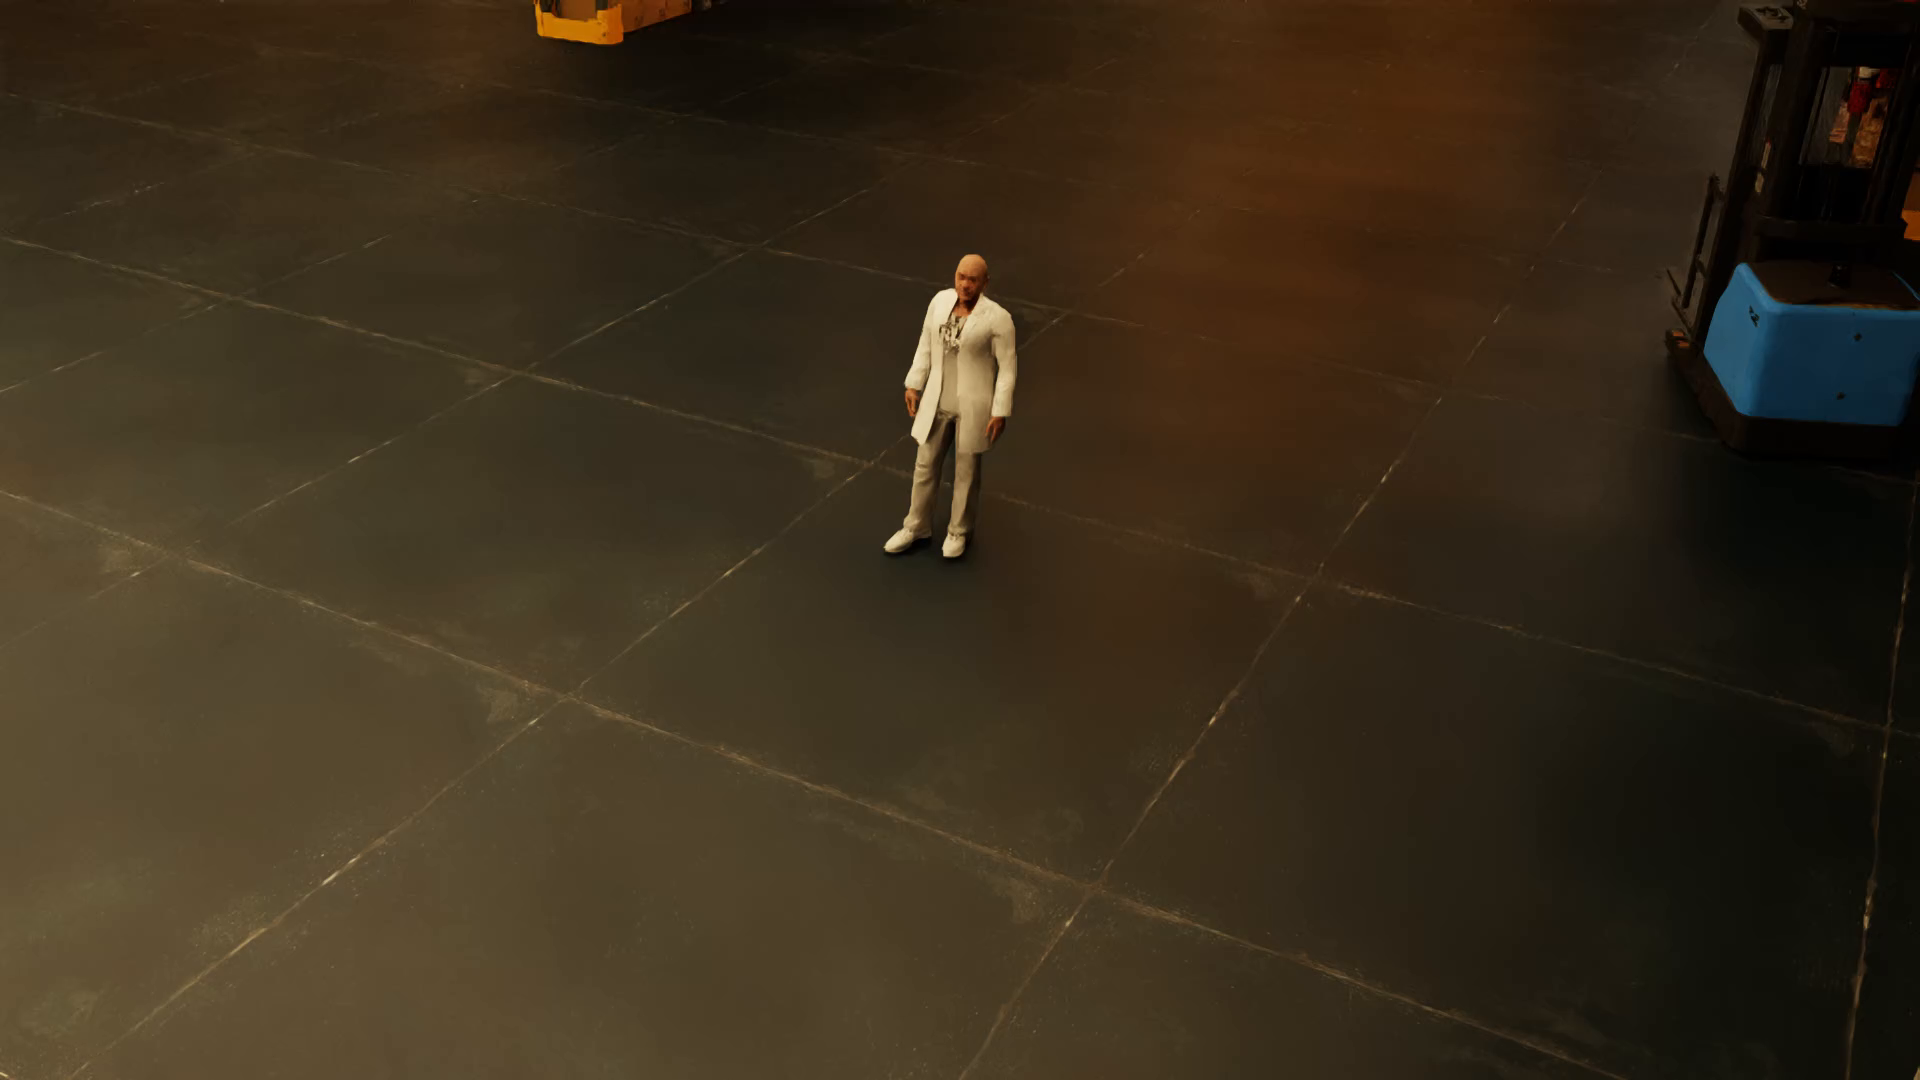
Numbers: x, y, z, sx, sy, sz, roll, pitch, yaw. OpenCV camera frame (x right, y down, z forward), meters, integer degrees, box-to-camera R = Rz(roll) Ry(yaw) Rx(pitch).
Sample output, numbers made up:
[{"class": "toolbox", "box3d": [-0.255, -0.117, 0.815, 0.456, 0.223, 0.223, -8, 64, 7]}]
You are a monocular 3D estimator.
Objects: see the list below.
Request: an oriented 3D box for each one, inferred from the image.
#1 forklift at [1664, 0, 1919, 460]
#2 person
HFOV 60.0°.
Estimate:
[{"class": "forklift", "box3d": [5.790, -2.505, 11.410, 1.130, 2.935, 3.031, 4, 30, 8]}, {"class": "person", "box3d": [-0.048, -0.738, 9.488, 0.694, 1.776, 0.579, 15, 33, 25]}]
